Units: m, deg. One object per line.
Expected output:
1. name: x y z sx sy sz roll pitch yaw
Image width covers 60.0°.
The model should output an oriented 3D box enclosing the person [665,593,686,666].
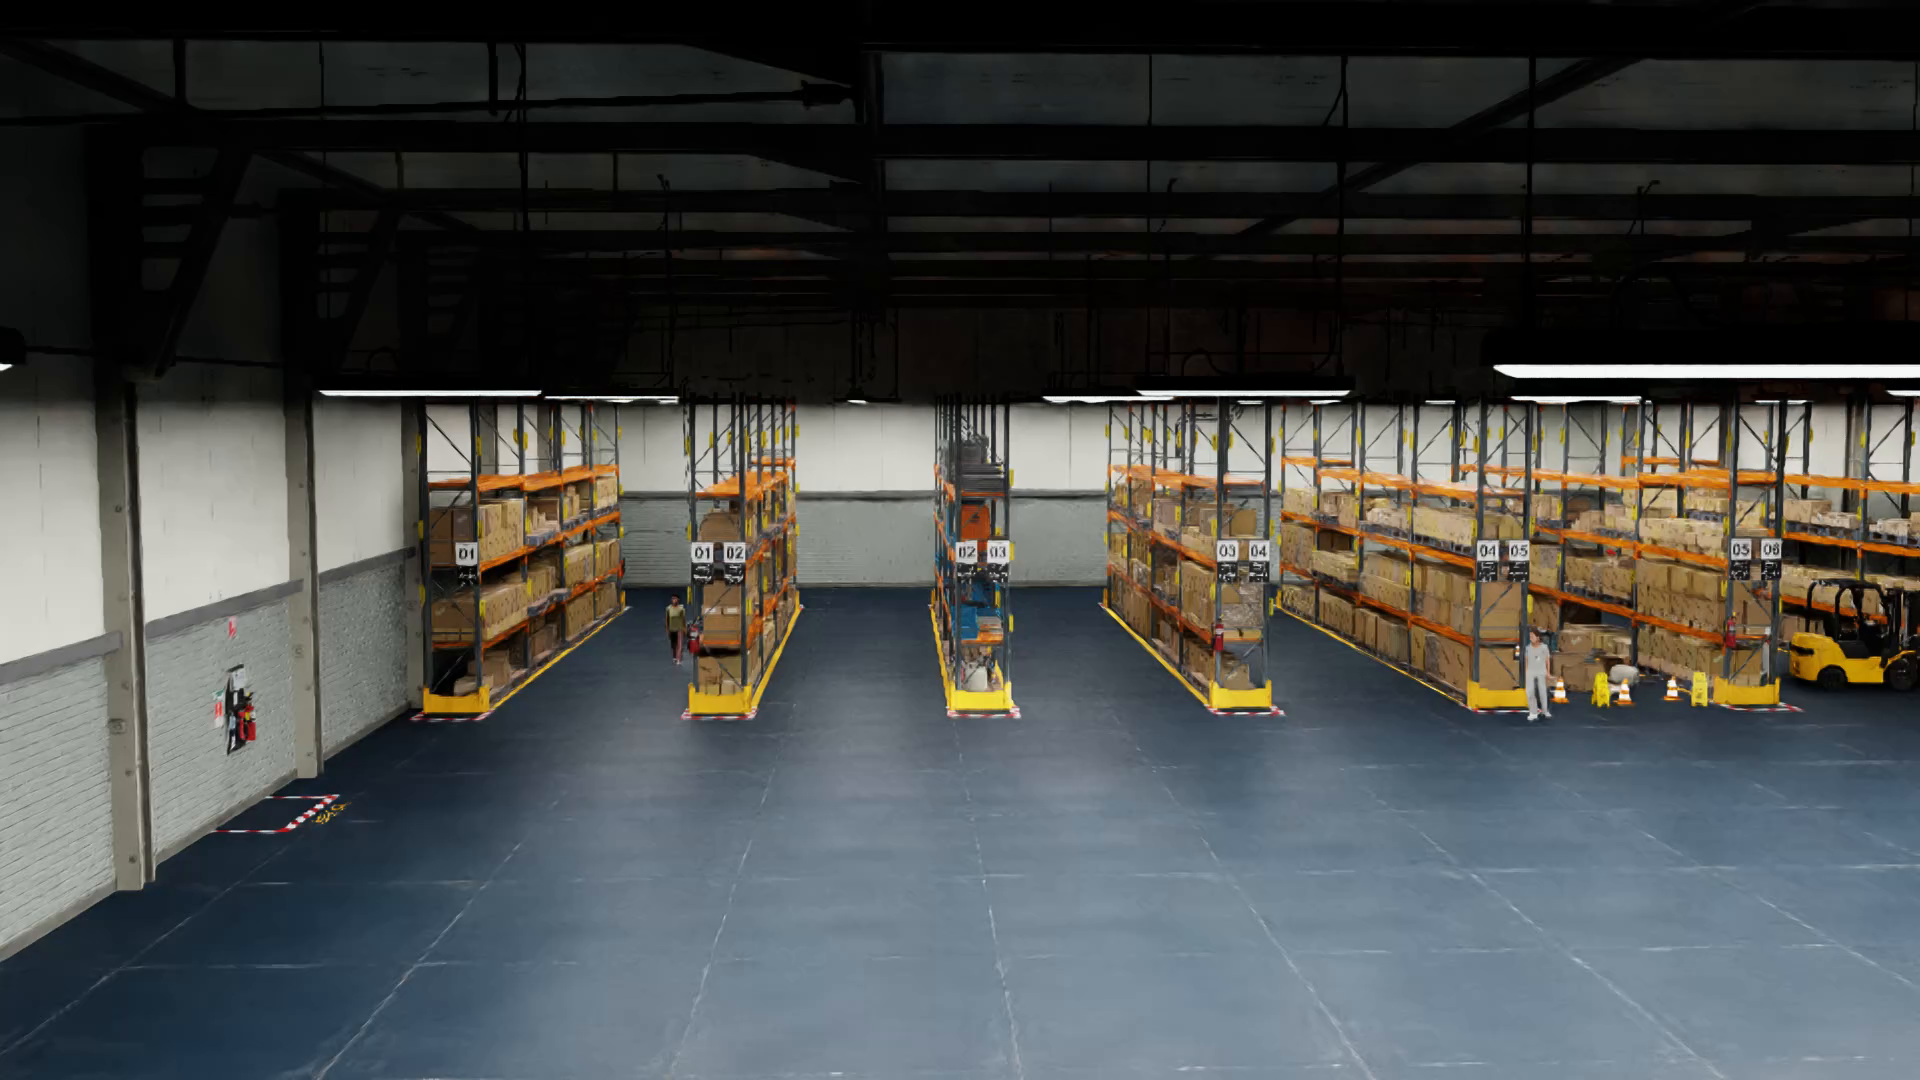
1. person: -6.318 1.961 36.850 0.448 1.590 1.110 0 5 0

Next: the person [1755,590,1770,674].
1. person: 17.163 1.962 35.679 0.550 1.782 0.631 2 5 26

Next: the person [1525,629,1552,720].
1. person: 10.624 2.455 30.548 0.493 1.661 0.571 3 6 35

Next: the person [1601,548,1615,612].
1. person: 18.079 1.122 46.200 0.581 1.784 0.645 0 5 3
